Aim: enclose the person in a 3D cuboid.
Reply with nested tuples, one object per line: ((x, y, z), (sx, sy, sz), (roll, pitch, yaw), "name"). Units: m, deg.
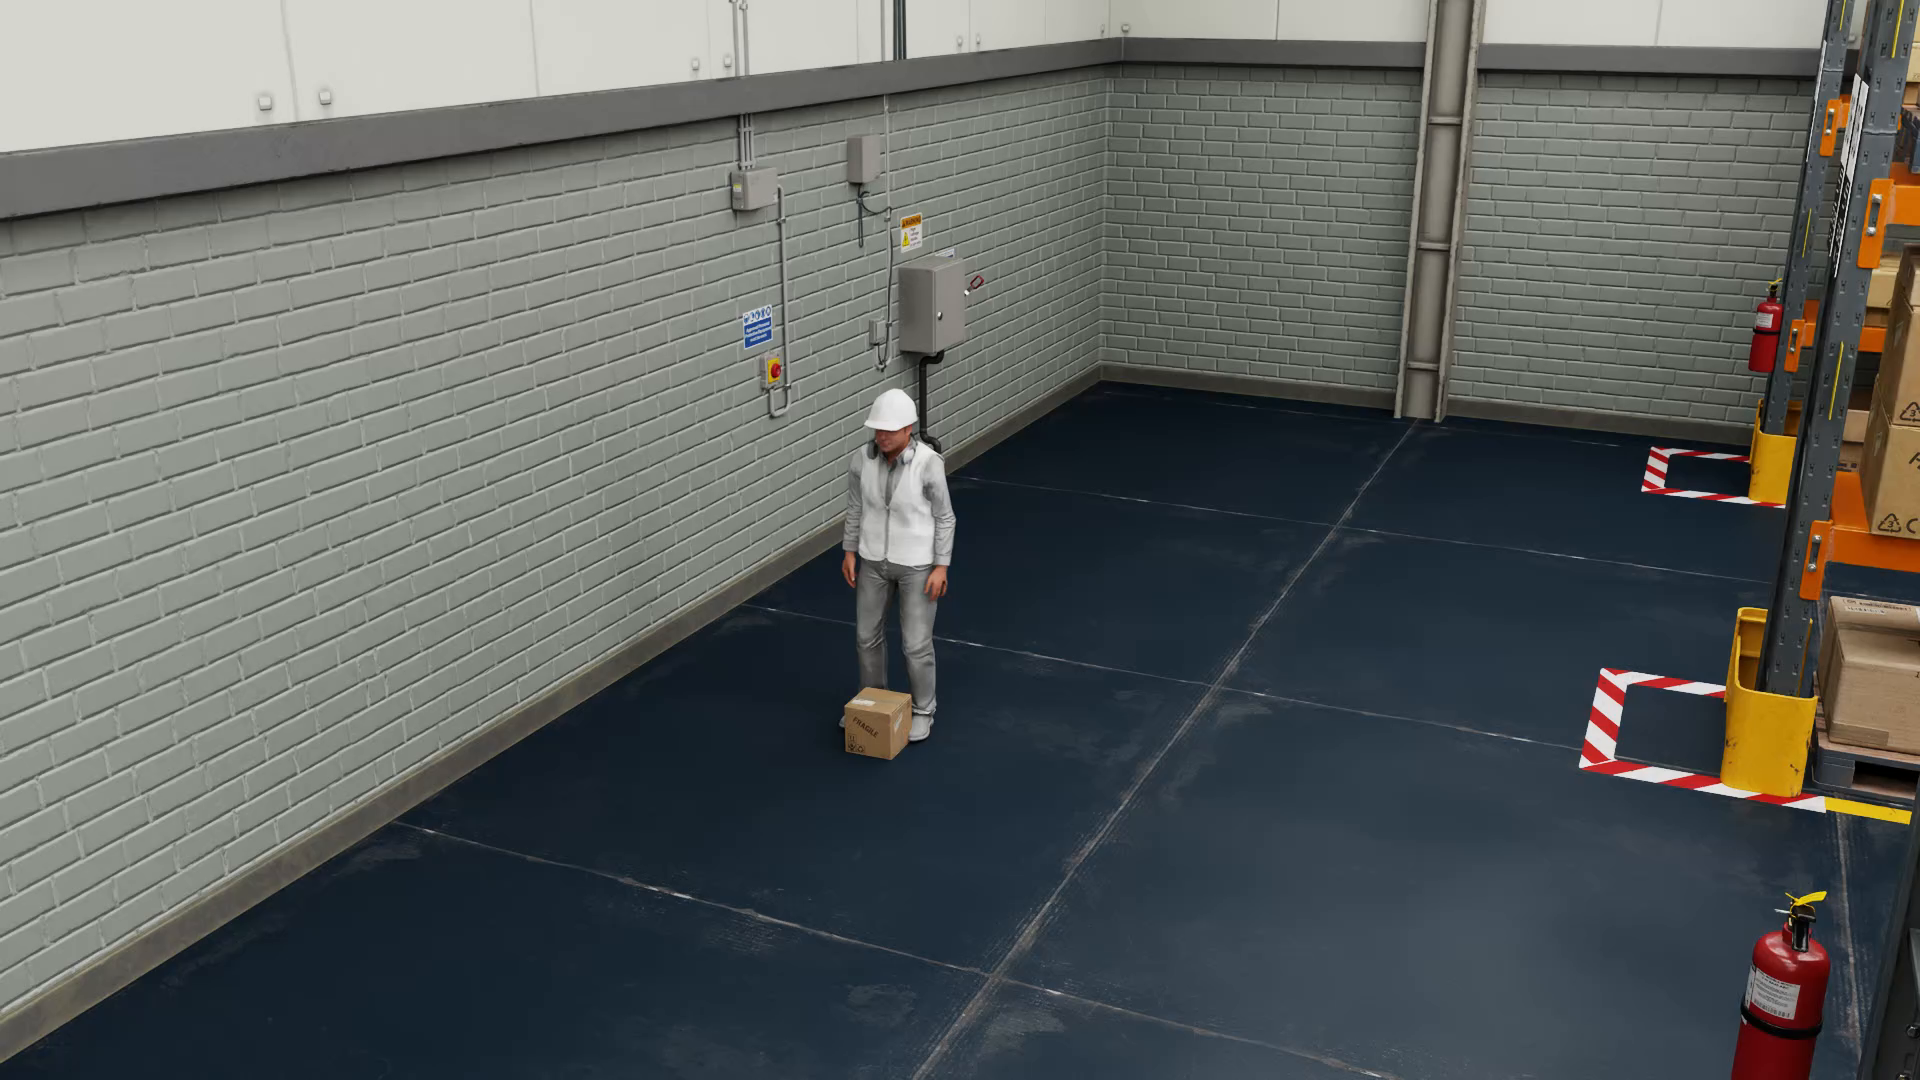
((-0.310, 0.110, 8.204), (0.580, 1.769, 0.463), (8, 21, 23), "person")
